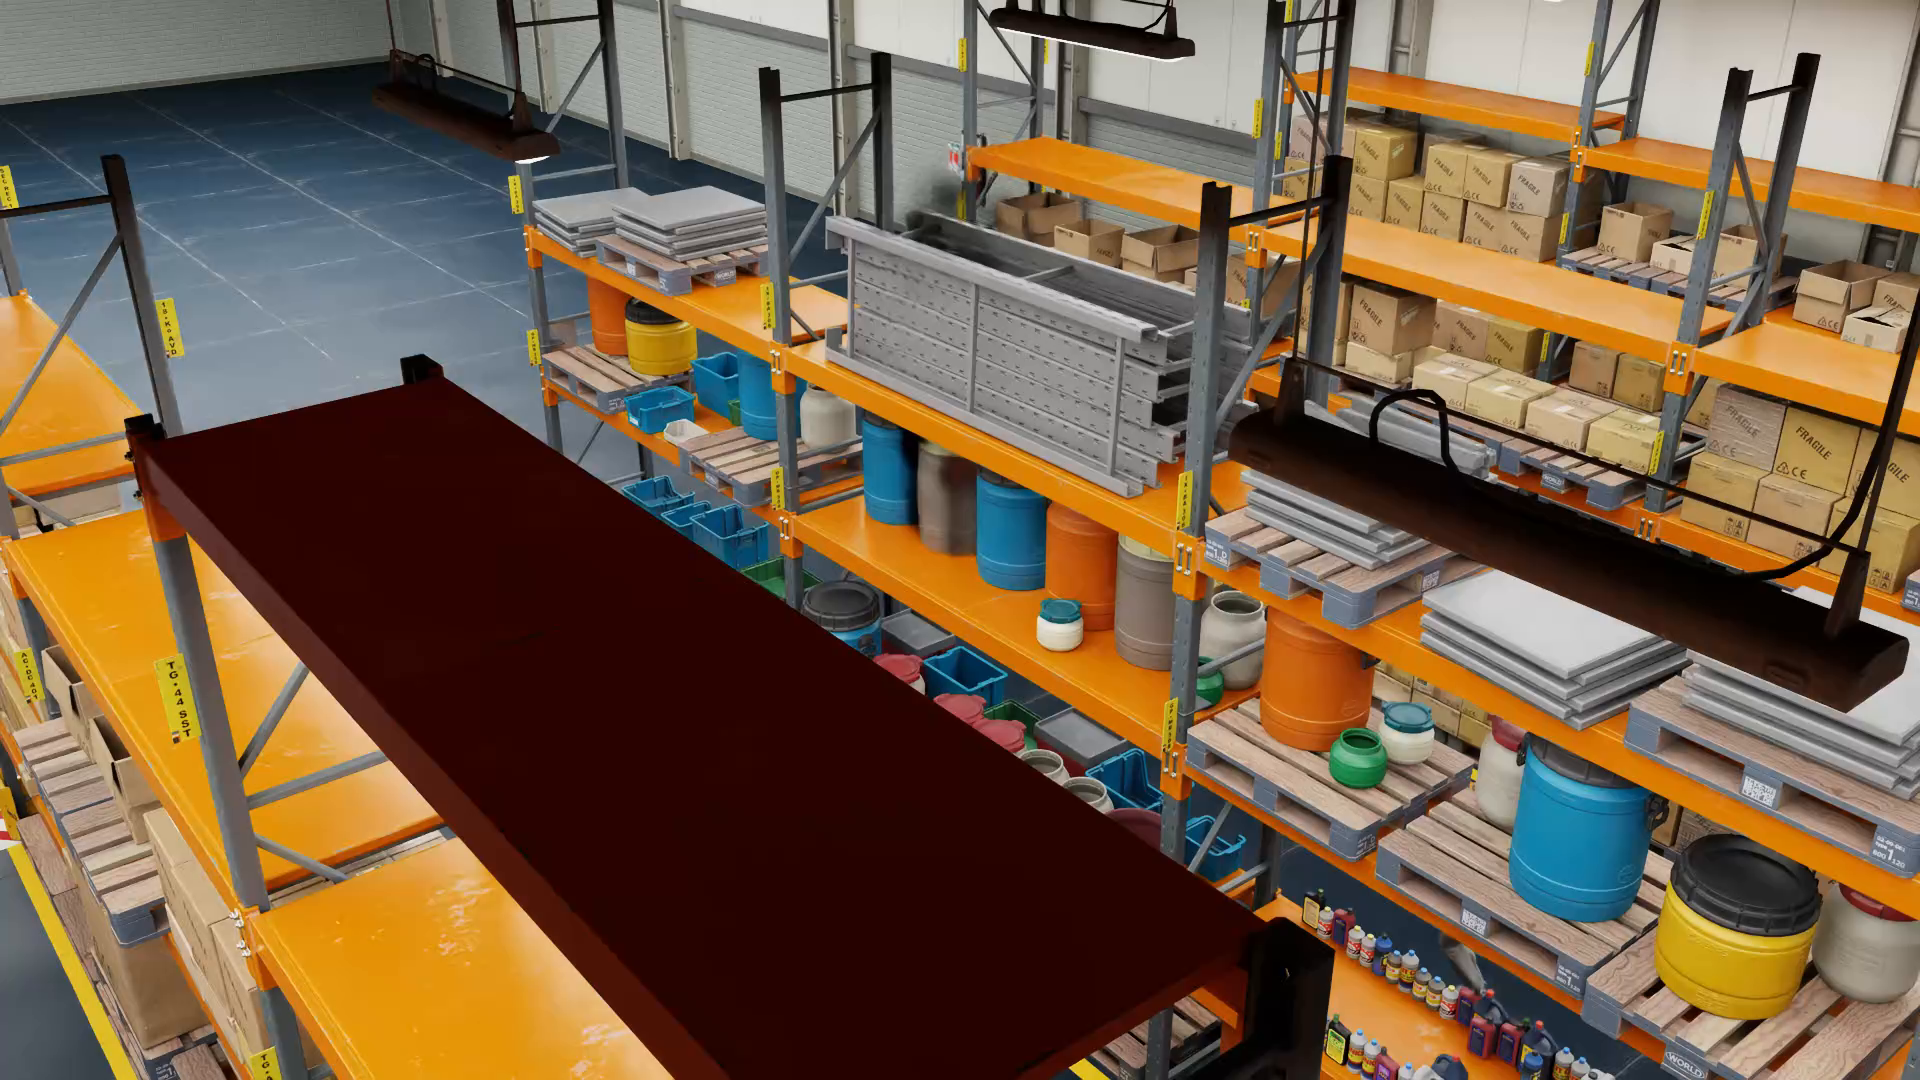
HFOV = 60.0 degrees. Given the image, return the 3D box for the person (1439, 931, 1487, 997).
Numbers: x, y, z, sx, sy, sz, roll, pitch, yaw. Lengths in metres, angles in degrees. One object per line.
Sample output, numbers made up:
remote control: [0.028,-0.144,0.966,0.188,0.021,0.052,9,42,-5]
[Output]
person: [3.347,2.416,11.019,0.617,1.688,0.635,-18,31,-33]
